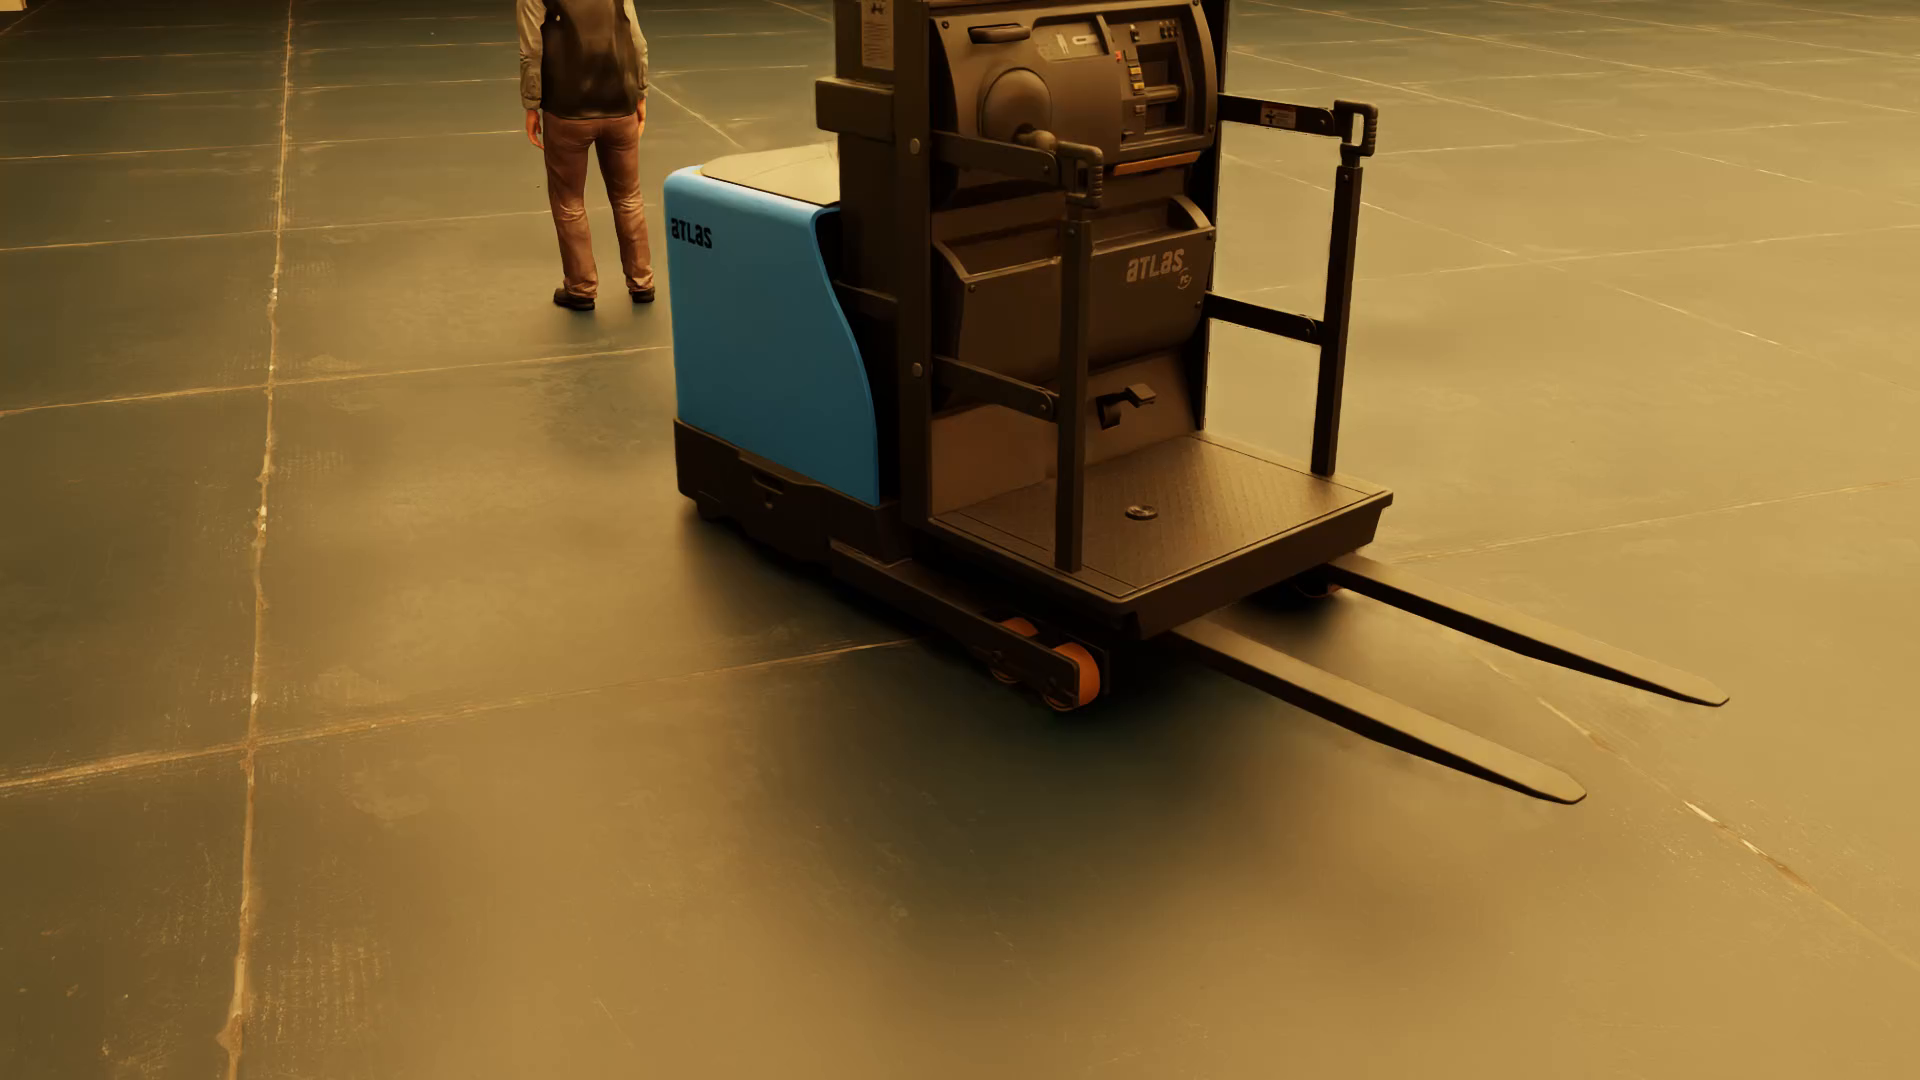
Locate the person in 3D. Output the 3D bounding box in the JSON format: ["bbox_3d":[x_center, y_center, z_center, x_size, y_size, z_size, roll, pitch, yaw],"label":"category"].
[{"bbox_3d":[-1.641,-1.882,7.338,0.580,1.719,0.426,-13,26,-29],"label":"person"}]

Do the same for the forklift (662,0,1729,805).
[{"bbox_3d":[0.453,-1.153,4.039,1.130,2.935,3.031,-19,29,-38],"label":"forklift"}]
